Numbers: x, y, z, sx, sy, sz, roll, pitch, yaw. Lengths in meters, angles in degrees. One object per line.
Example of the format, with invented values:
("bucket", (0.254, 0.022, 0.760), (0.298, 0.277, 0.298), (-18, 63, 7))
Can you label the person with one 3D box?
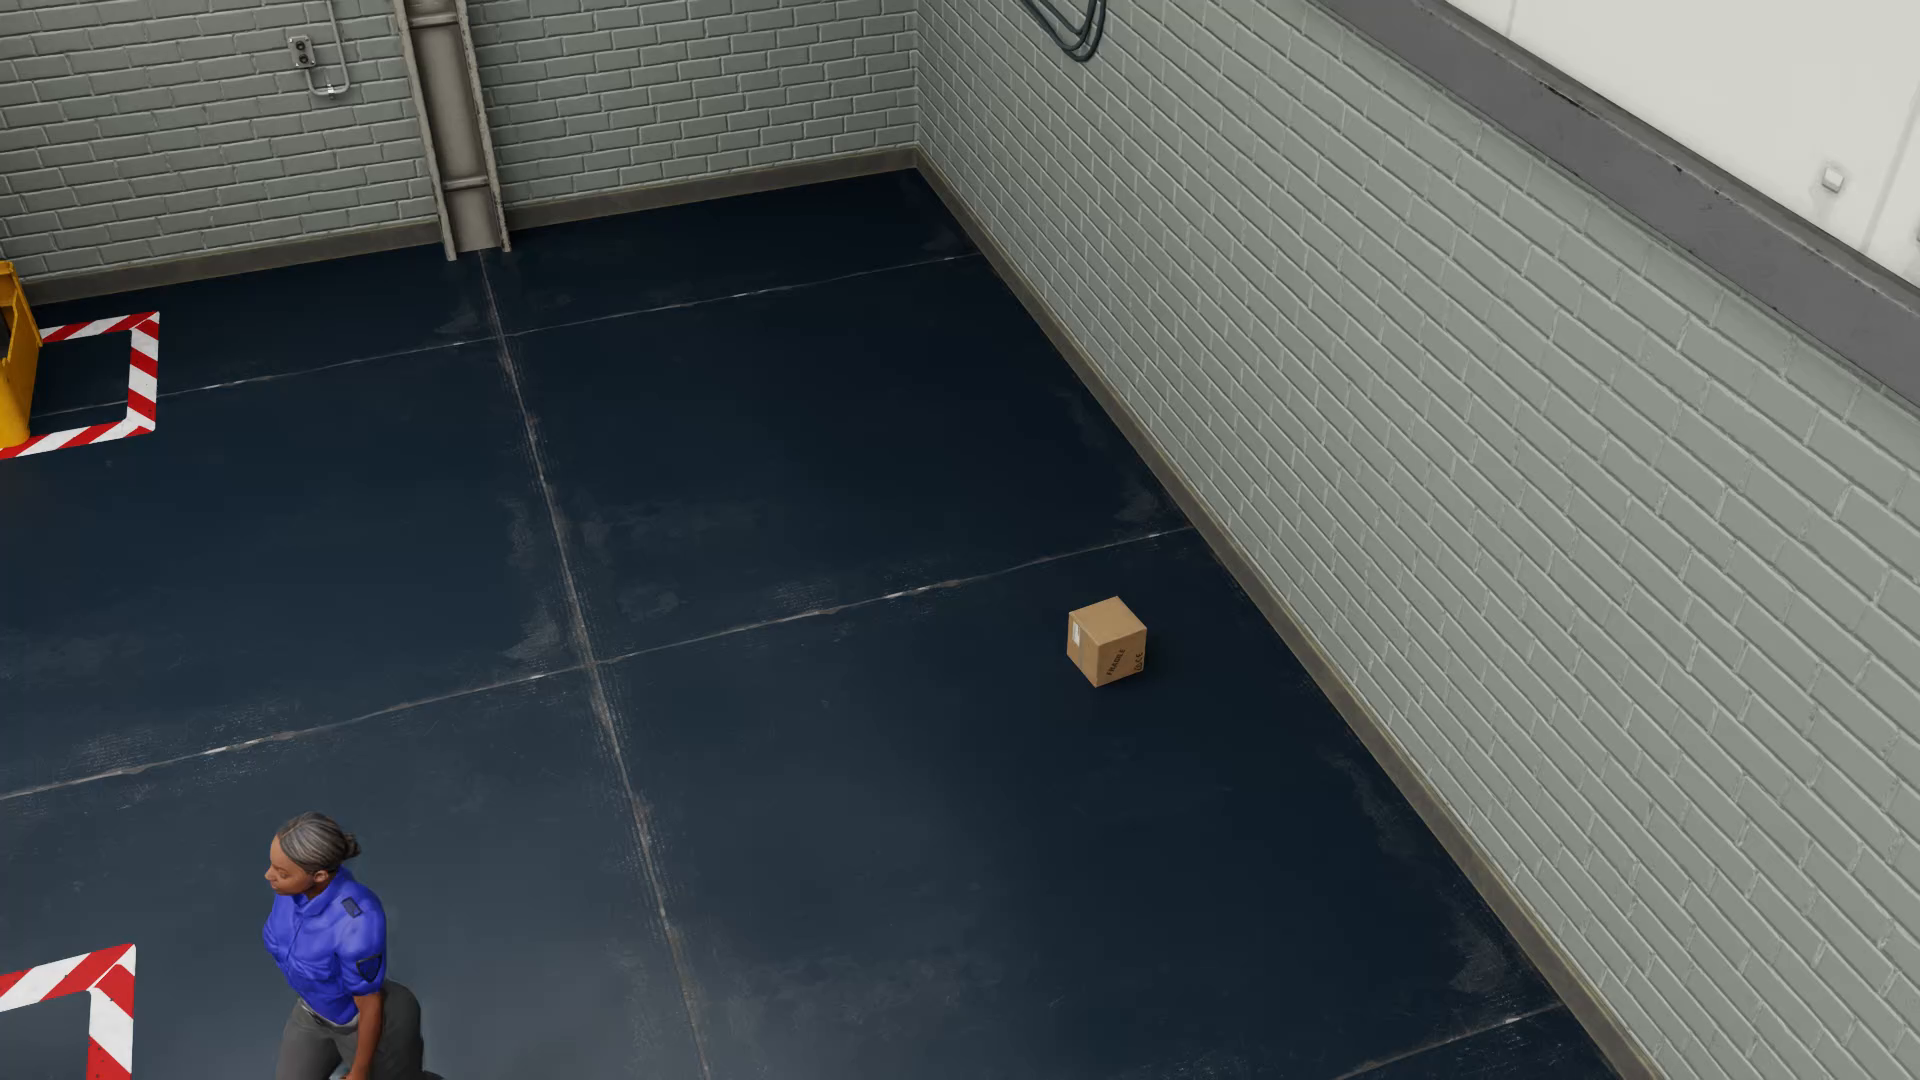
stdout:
("person", (-1.808, 1.457, 4.935), (0.441, 1.709, 0.487), (27, 45, 30))
